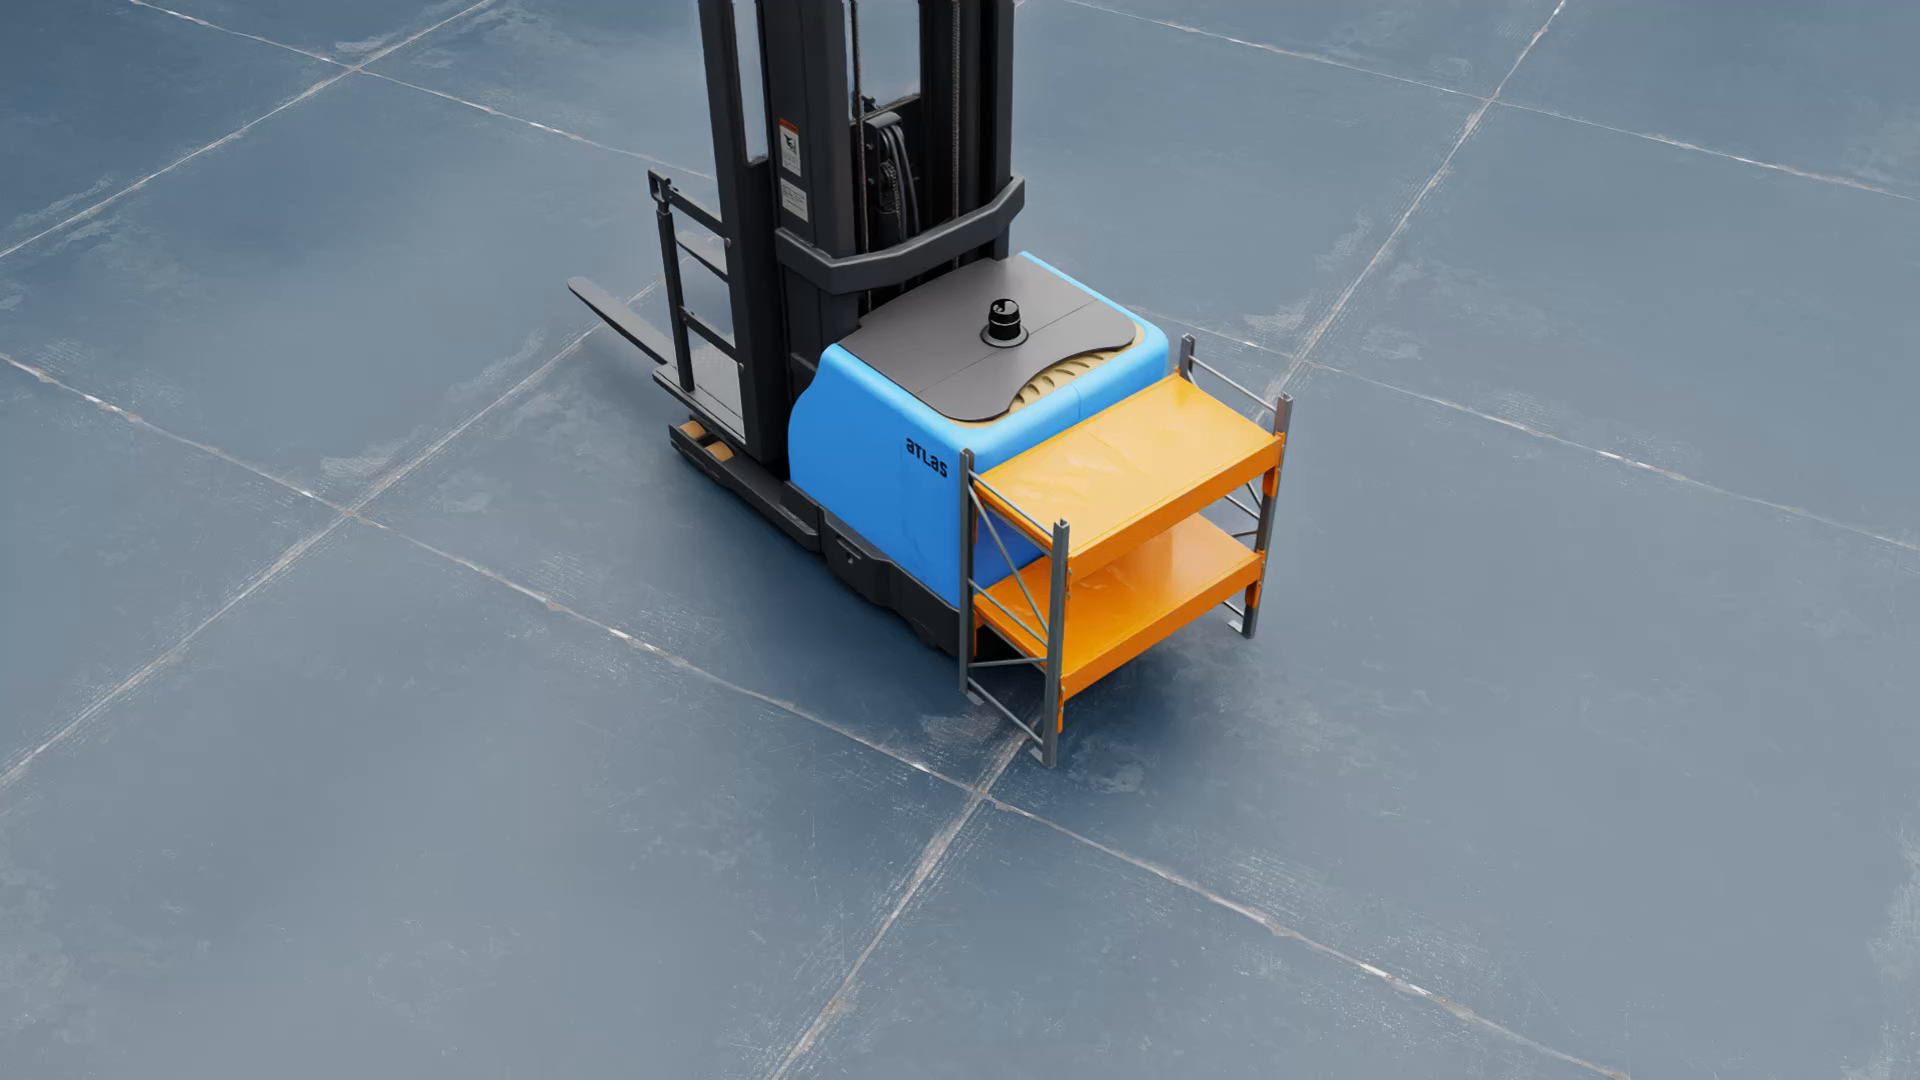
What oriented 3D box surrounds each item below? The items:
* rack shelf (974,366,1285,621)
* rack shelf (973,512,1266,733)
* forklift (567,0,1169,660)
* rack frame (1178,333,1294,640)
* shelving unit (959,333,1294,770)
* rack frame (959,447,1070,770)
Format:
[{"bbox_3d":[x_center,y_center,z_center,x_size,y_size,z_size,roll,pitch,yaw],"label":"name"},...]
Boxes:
[{"bbox_3d":[0.560,-0.181,5.661,1.000,0.278,0.538,-29,49,-29],"label":"rack shelf"},{"bbox_3d":[0.560,0.222,6.016,1.000,0.278,0.538,-29,49,-29],"label":"rack shelf"},{"bbox_3d":[-0.588,-1.548,6.290,1.130,2.935,3.031,-31,50,-30],"label":"forklift"},{"bbox_3d":[0.952,-0.175,6.098,0.032,1.125,0.500,-29,49,-29],"label":"rack frame"},{"bbox_3d":[0.560,0.039,5.855,1.048,1.125,0.538,-29,49,-29],"label":"shelving unit"},{"bbox_3d":[0.168,0.253,5.612,0.032,1.125,0.500,-29,49,-29],"label":"rack frame"}]
